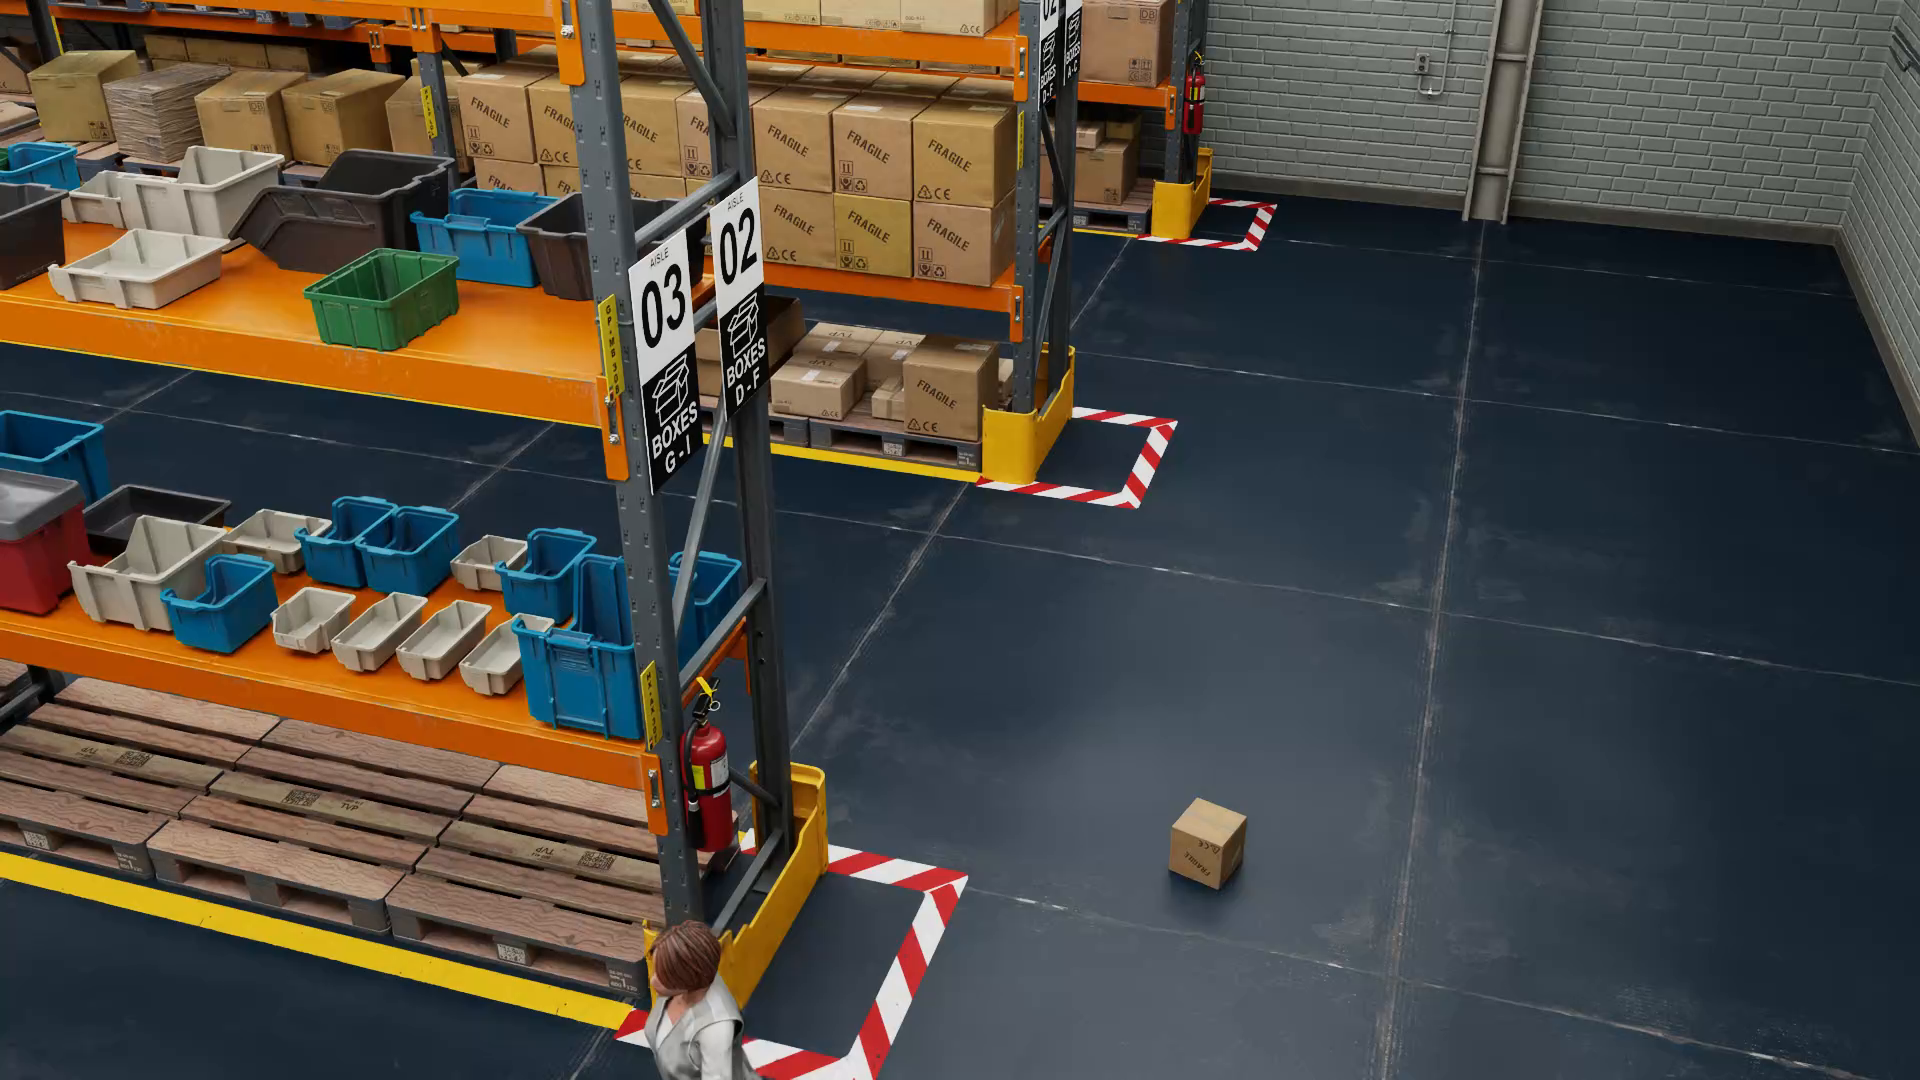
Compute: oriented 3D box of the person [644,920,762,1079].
[{"bbox_3d":[-0.780,1.832,5.295,0.519,1.641,0.526,-18,34,-29],"label":"person"}]
